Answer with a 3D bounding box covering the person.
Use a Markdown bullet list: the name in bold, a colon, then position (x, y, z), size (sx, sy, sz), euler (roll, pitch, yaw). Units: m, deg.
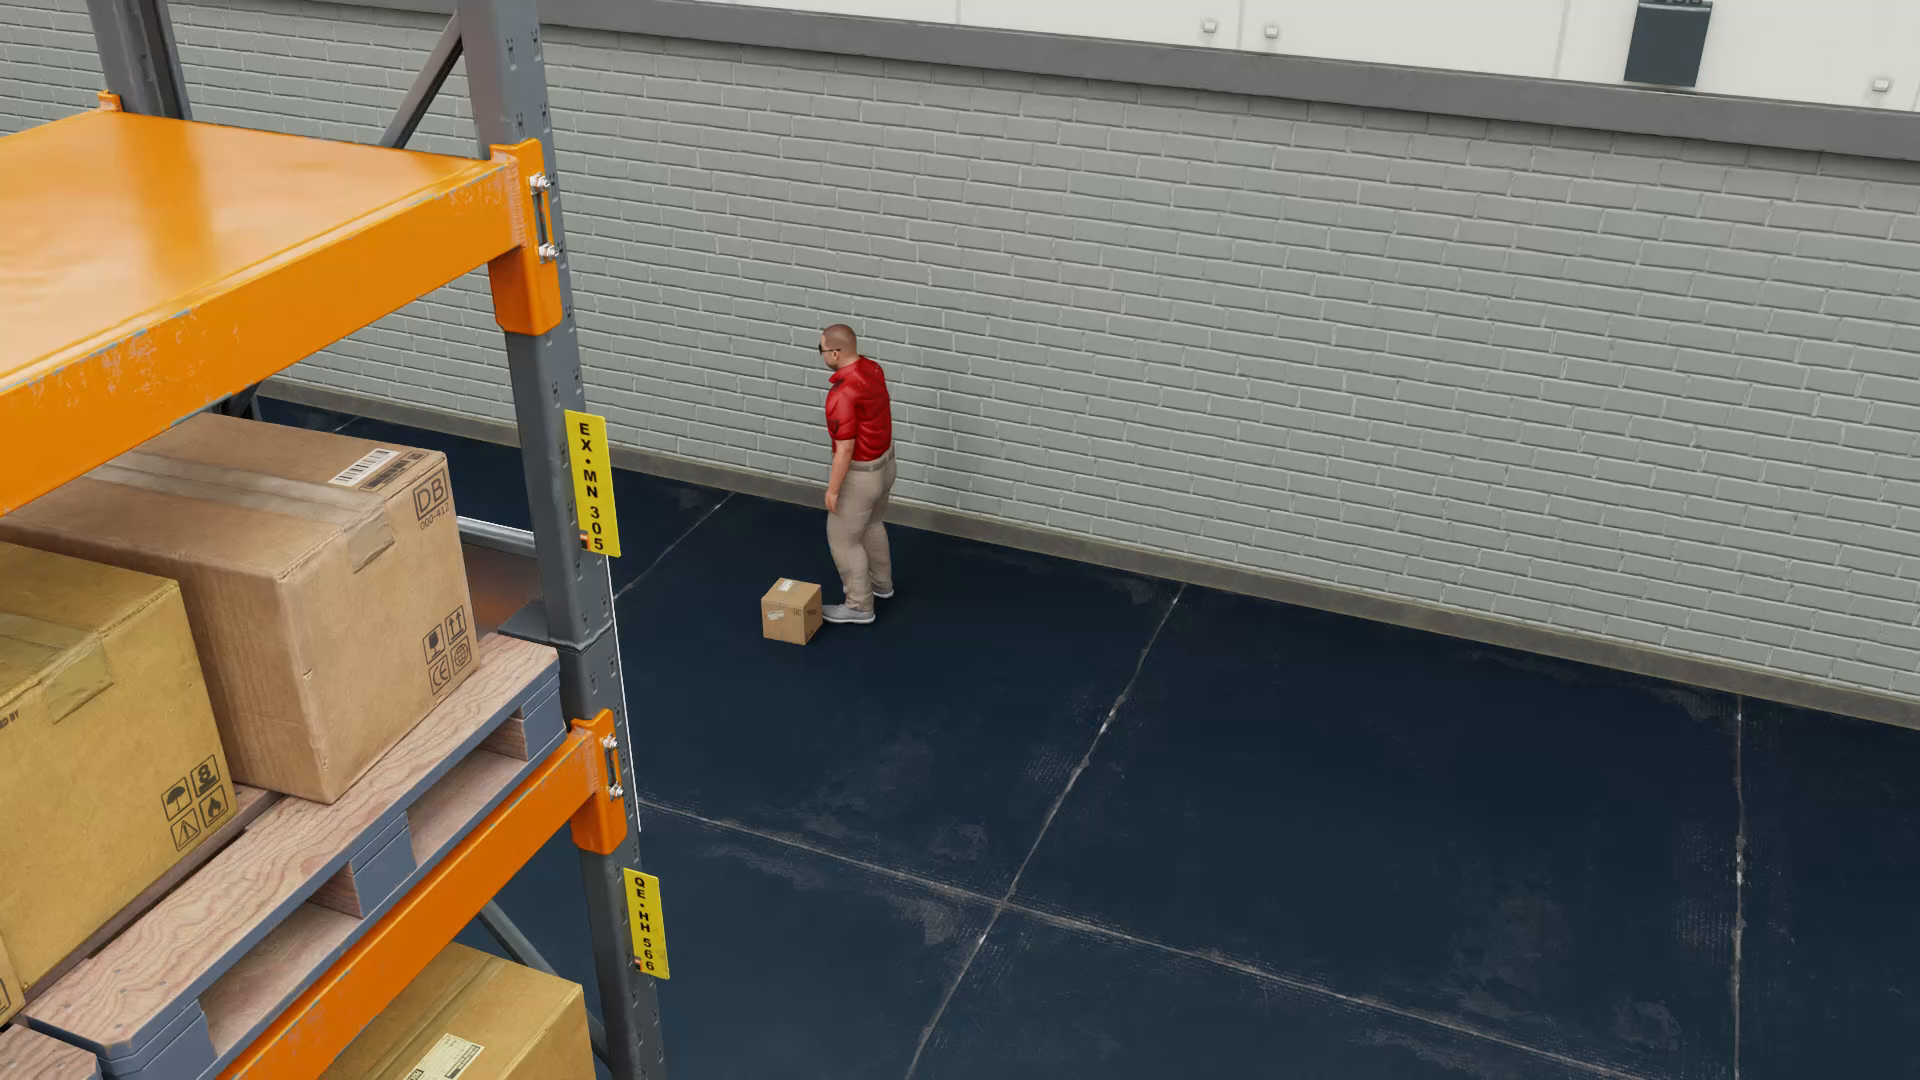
- **person**: position (-0.568, -0.365, 9.061), size (0.396, 1.726, 0.585), euler (11, 31, 19)
